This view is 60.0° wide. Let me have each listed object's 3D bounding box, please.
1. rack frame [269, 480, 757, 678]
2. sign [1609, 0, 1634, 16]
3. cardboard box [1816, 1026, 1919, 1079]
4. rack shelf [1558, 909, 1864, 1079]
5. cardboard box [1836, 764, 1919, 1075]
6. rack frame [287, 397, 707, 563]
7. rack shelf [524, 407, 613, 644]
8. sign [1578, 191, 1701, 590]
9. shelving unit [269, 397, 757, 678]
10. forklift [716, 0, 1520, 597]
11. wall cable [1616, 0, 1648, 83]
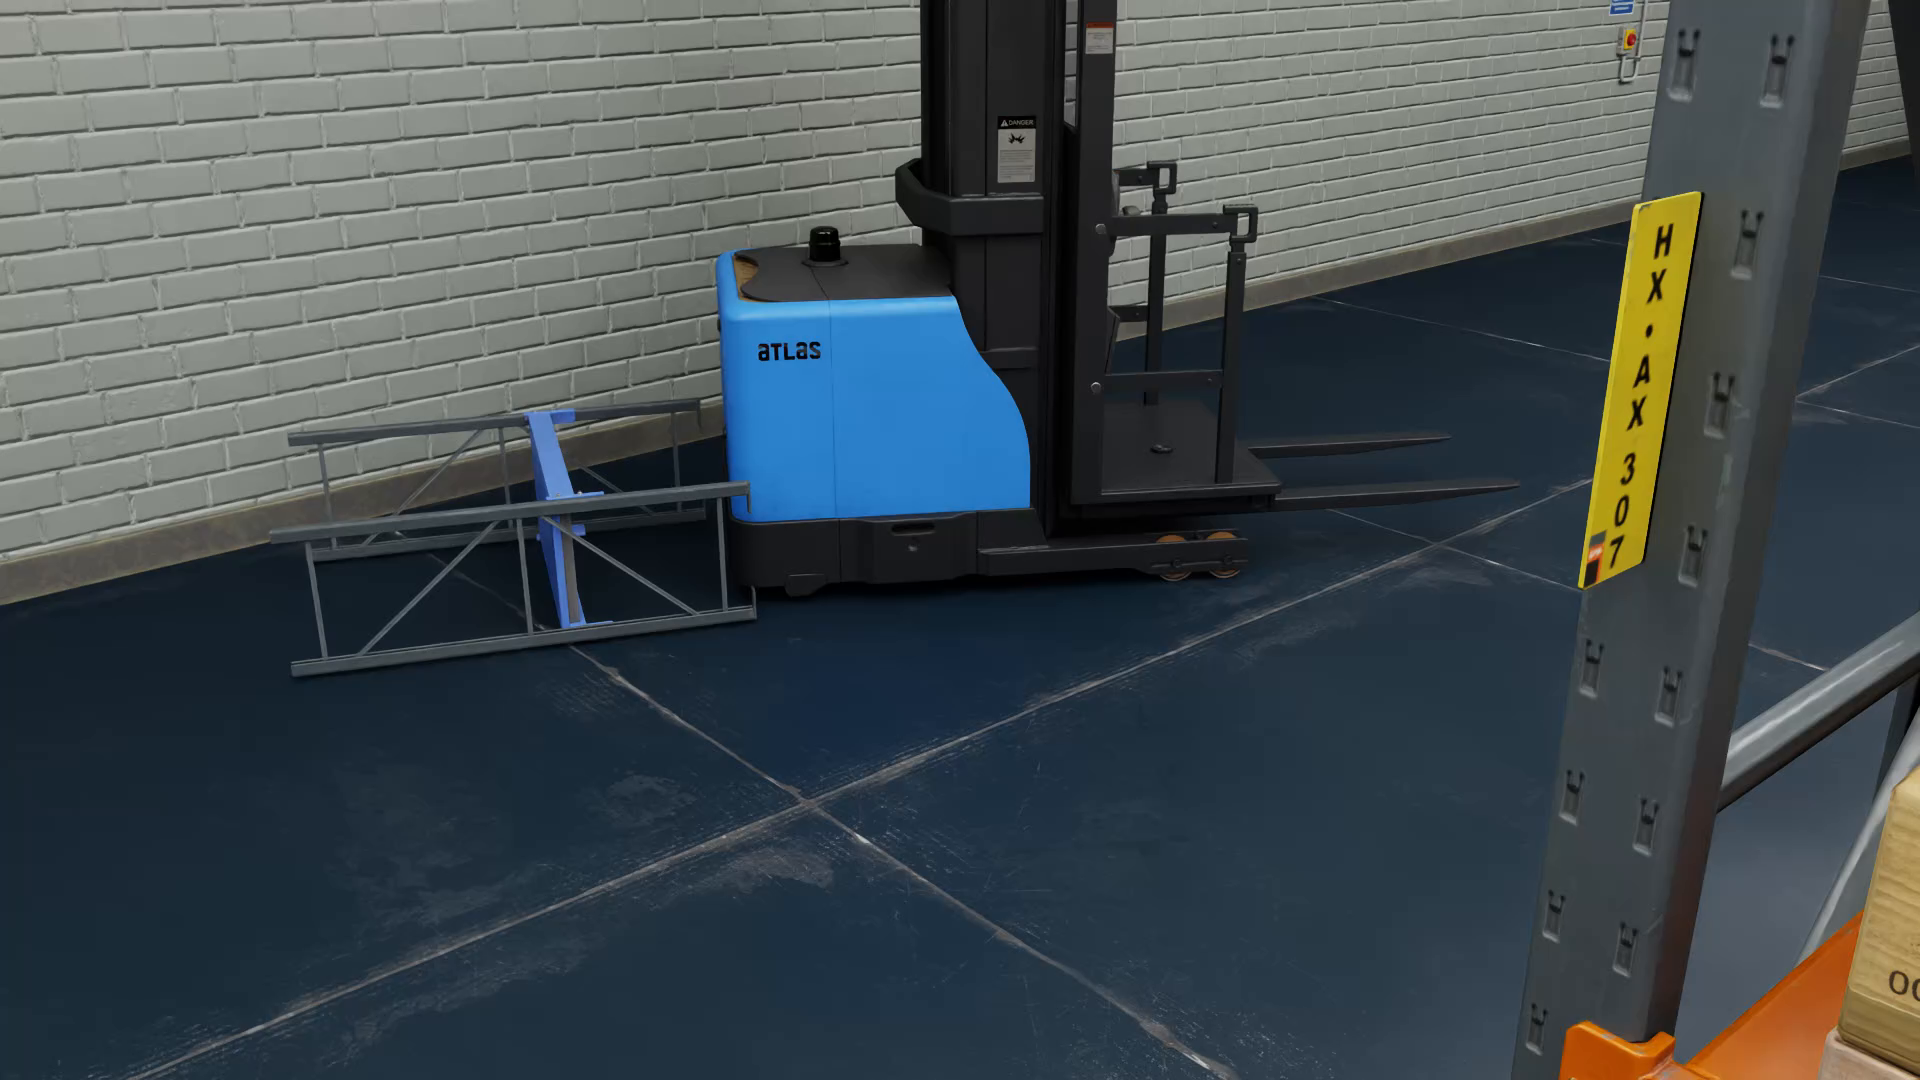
[{"bbox_3d":[-1.420,0.119,5.443,1.500,0.500,0.032,-7,22,-16],"label":"rack frame"},{"bbox_3d":[4.722,-3.854,11.840,0.327,0.218,0.001,-17,27,-37],"label":"sign"},{"bbox_3d":[0.971,0.482,1.484,0.380,0.149,0.250,-17,27,-37],"label":"cardboard box"},{"bbox_3d":[2.294,1.076,0.610,1.077,0.370,4.000,-17,27,-37],"label":"rack shelf"},{"bbox_3d":[1.098,0.317,1.360,0.500,0.250,0.500,-18,28,-39],"label":"cardboard box"},{"bbox_3d":[-1.729,-0.235,6.345,1.500,0.500,0.032,-7,22,-16],"label":"rack frame"},{"bbox_3d":[-1.403,-0.078,5.945,0.185,0.538,1.000,-7,22,-16],"label":"rack shelf"},{"bbox_3d":[0.564,-0.121,1.384,0.100,0.325,0.005,-17,27,-37],"label":"sign"},{"bbox_3d":[-1.575,-0.058,5.894,1.500,0.538,1.048,-7,22,-16],"label":"shelving unit"},{"bbox_3d":[0.615,-1.401,6.042,3.031,2.935,1.130,-3,22,-9],"label":"forklift"},{"bbox_3d":[4.798,-4.210,11.685,0.585,1.953,0.123,-17,27,-37],"label":"wall cable"}]
